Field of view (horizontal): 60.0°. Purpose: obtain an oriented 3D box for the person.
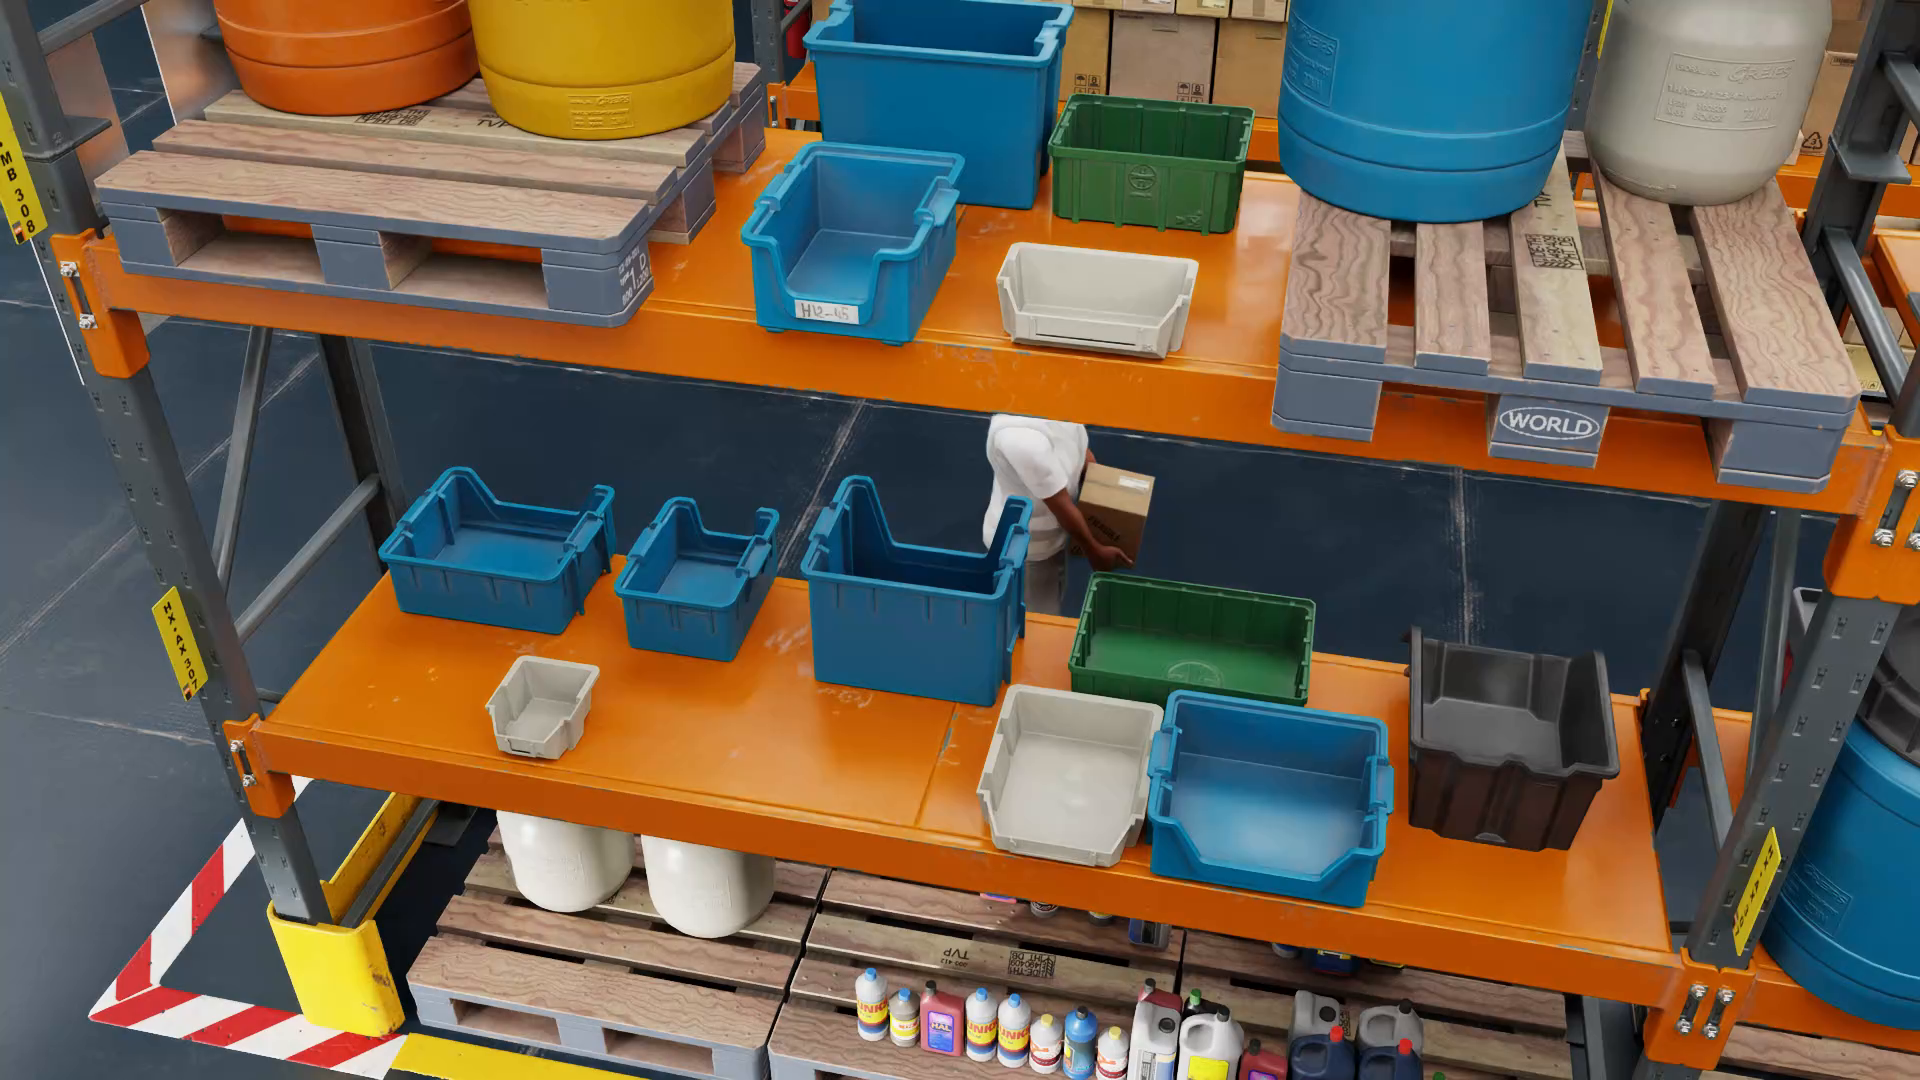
[{"bbox_3d":[0.375,-0.024,6.163,0.563,1.763,0.505,7,37,9],"label":"person"}]
